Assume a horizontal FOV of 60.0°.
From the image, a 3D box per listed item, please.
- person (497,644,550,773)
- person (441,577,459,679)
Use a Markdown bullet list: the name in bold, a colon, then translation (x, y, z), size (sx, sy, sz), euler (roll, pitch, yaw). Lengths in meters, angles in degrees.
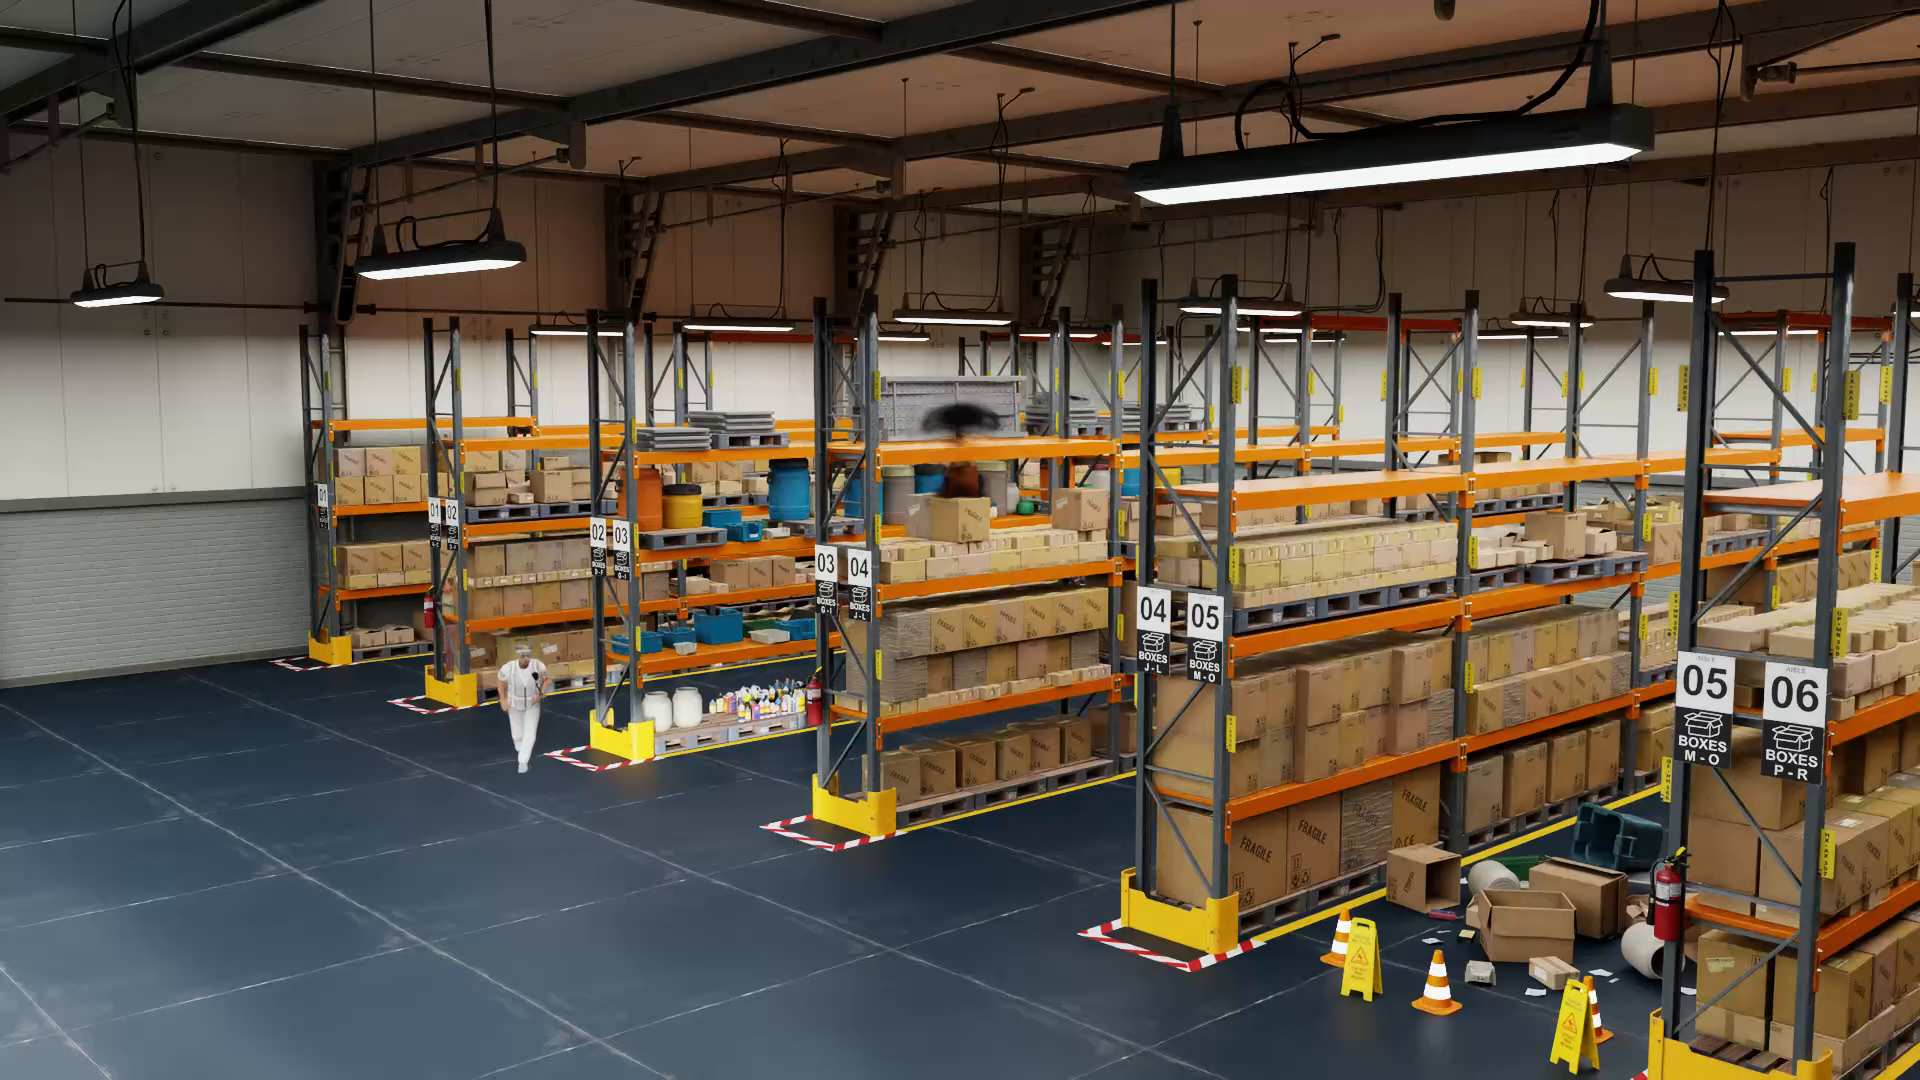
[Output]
- **person**: translation (-5.695, 2.155, 21.717), size (0.666, 1.716, 0.810), euler (-2, 6, -20)
- **person**: translation (-8.639, 1.472, 28.246), size (0.572, 1.698, 0.738), euler (3, 7, 29)
